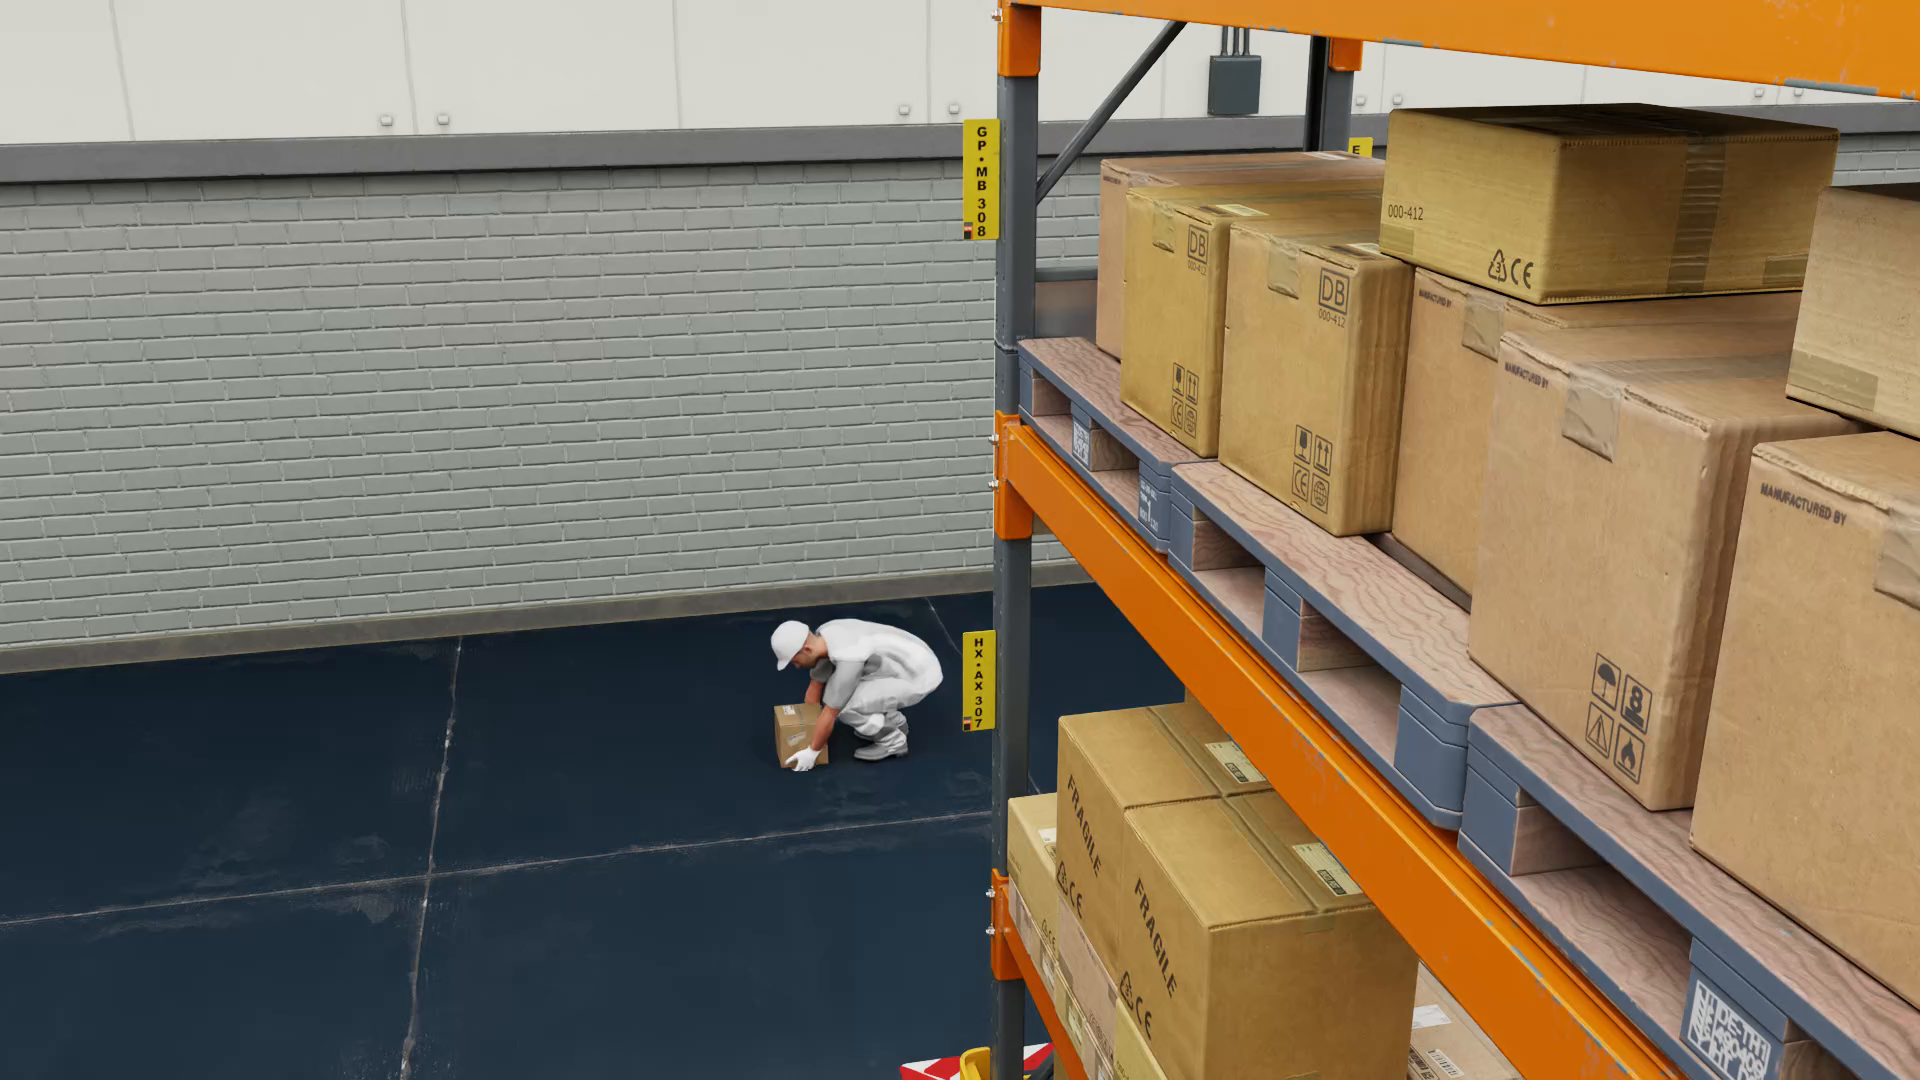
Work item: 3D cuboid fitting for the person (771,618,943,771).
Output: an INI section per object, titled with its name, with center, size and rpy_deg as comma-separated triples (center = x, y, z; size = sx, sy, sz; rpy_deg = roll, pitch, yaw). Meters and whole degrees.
[person]
center = -0.547, 0.791, 8.870
size = 0.910, 0.874, 0.552
rpy_deg = -5, 20, -13
